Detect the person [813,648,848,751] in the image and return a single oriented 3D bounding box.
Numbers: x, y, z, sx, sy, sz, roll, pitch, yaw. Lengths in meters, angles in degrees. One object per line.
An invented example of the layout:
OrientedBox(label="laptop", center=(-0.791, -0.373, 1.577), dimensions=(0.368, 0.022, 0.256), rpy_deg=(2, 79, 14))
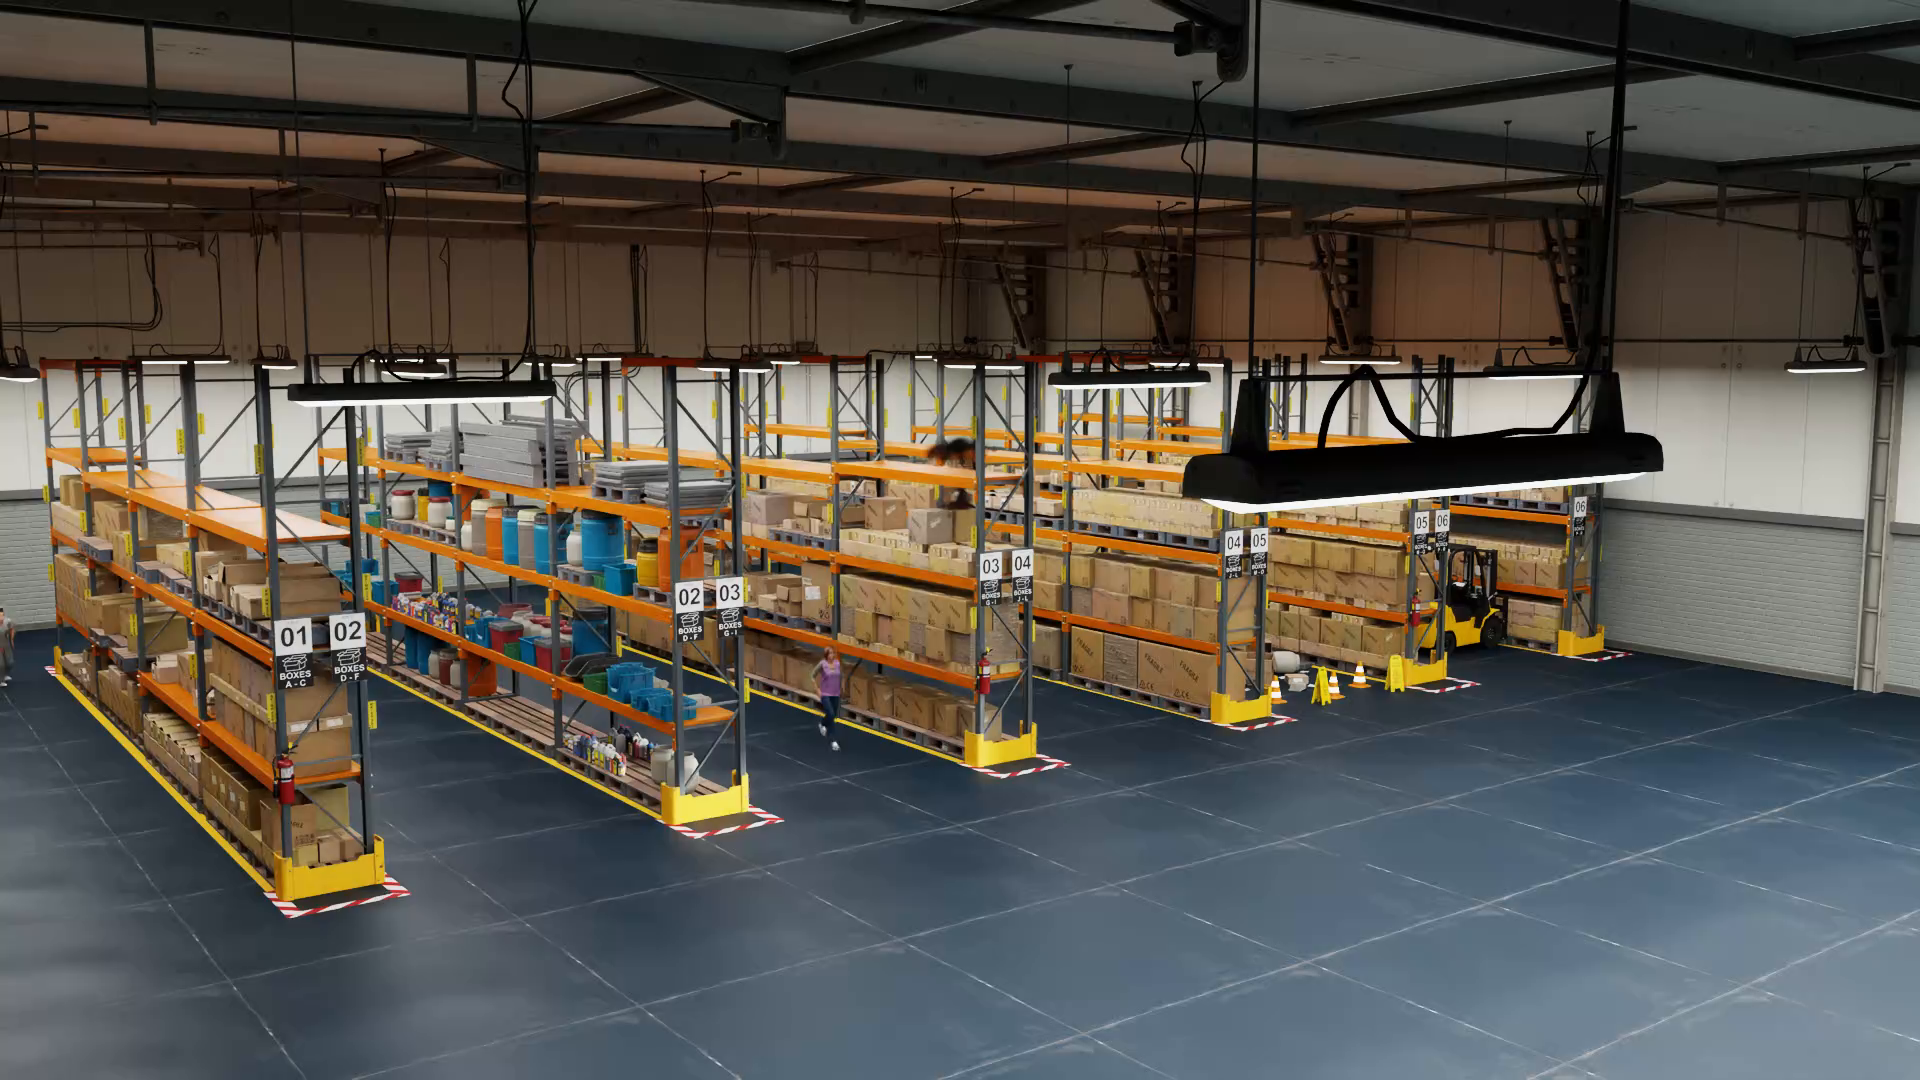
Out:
OrientedBox(label="person", center=(-2.026, 2.454, 25.965), dimensions=(0.560, 1.581, 0.683), rpy_deg=(-4, 8, -31))

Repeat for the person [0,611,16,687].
OrientedBox(label="person", center=(-17.468, 1.974, 30.258), dimensions=(0.823, 1.464, 0.548), rpy_deg=(6, 9, 40))
